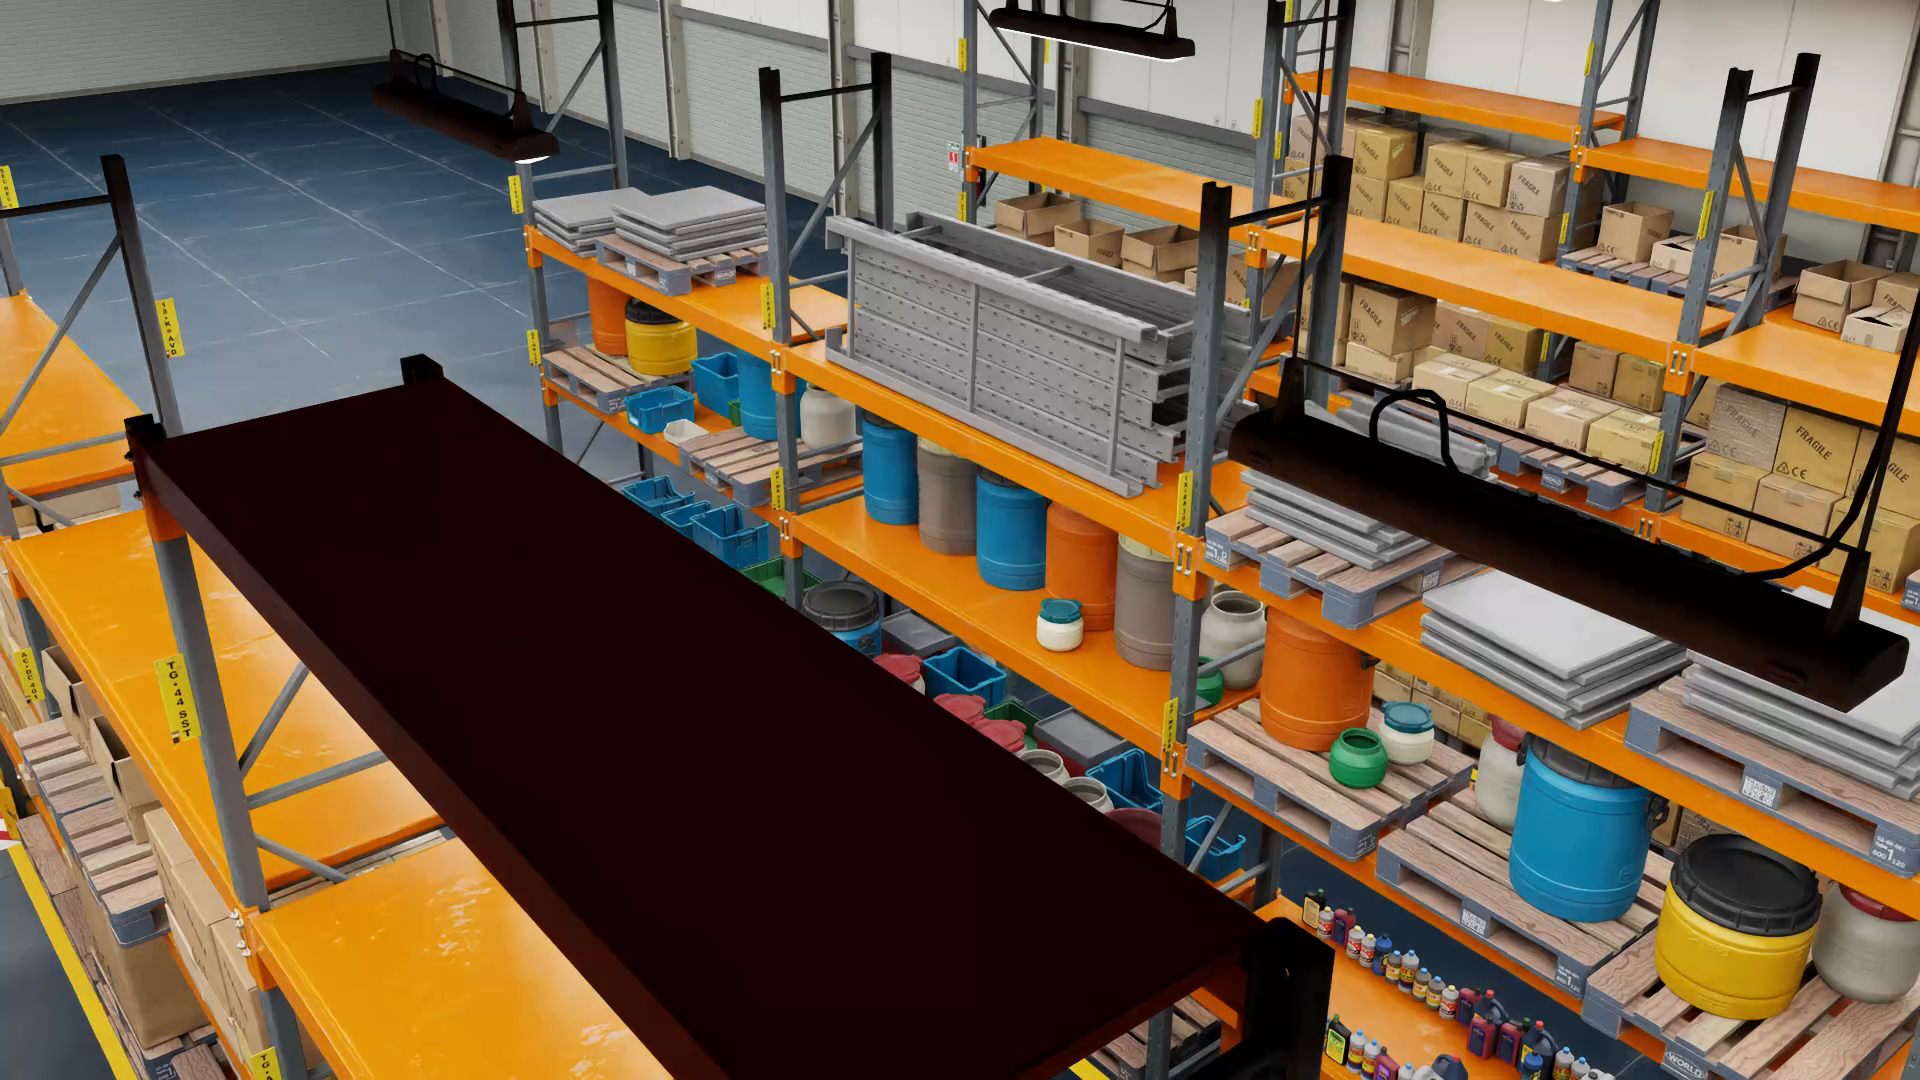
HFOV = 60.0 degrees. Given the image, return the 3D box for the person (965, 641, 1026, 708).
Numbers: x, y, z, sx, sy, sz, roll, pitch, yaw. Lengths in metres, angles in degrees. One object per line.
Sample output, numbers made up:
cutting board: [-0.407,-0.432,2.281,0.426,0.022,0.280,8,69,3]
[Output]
person: [0.223,0.732,14.305,0.665,1.707,0.577,20,32,35]
